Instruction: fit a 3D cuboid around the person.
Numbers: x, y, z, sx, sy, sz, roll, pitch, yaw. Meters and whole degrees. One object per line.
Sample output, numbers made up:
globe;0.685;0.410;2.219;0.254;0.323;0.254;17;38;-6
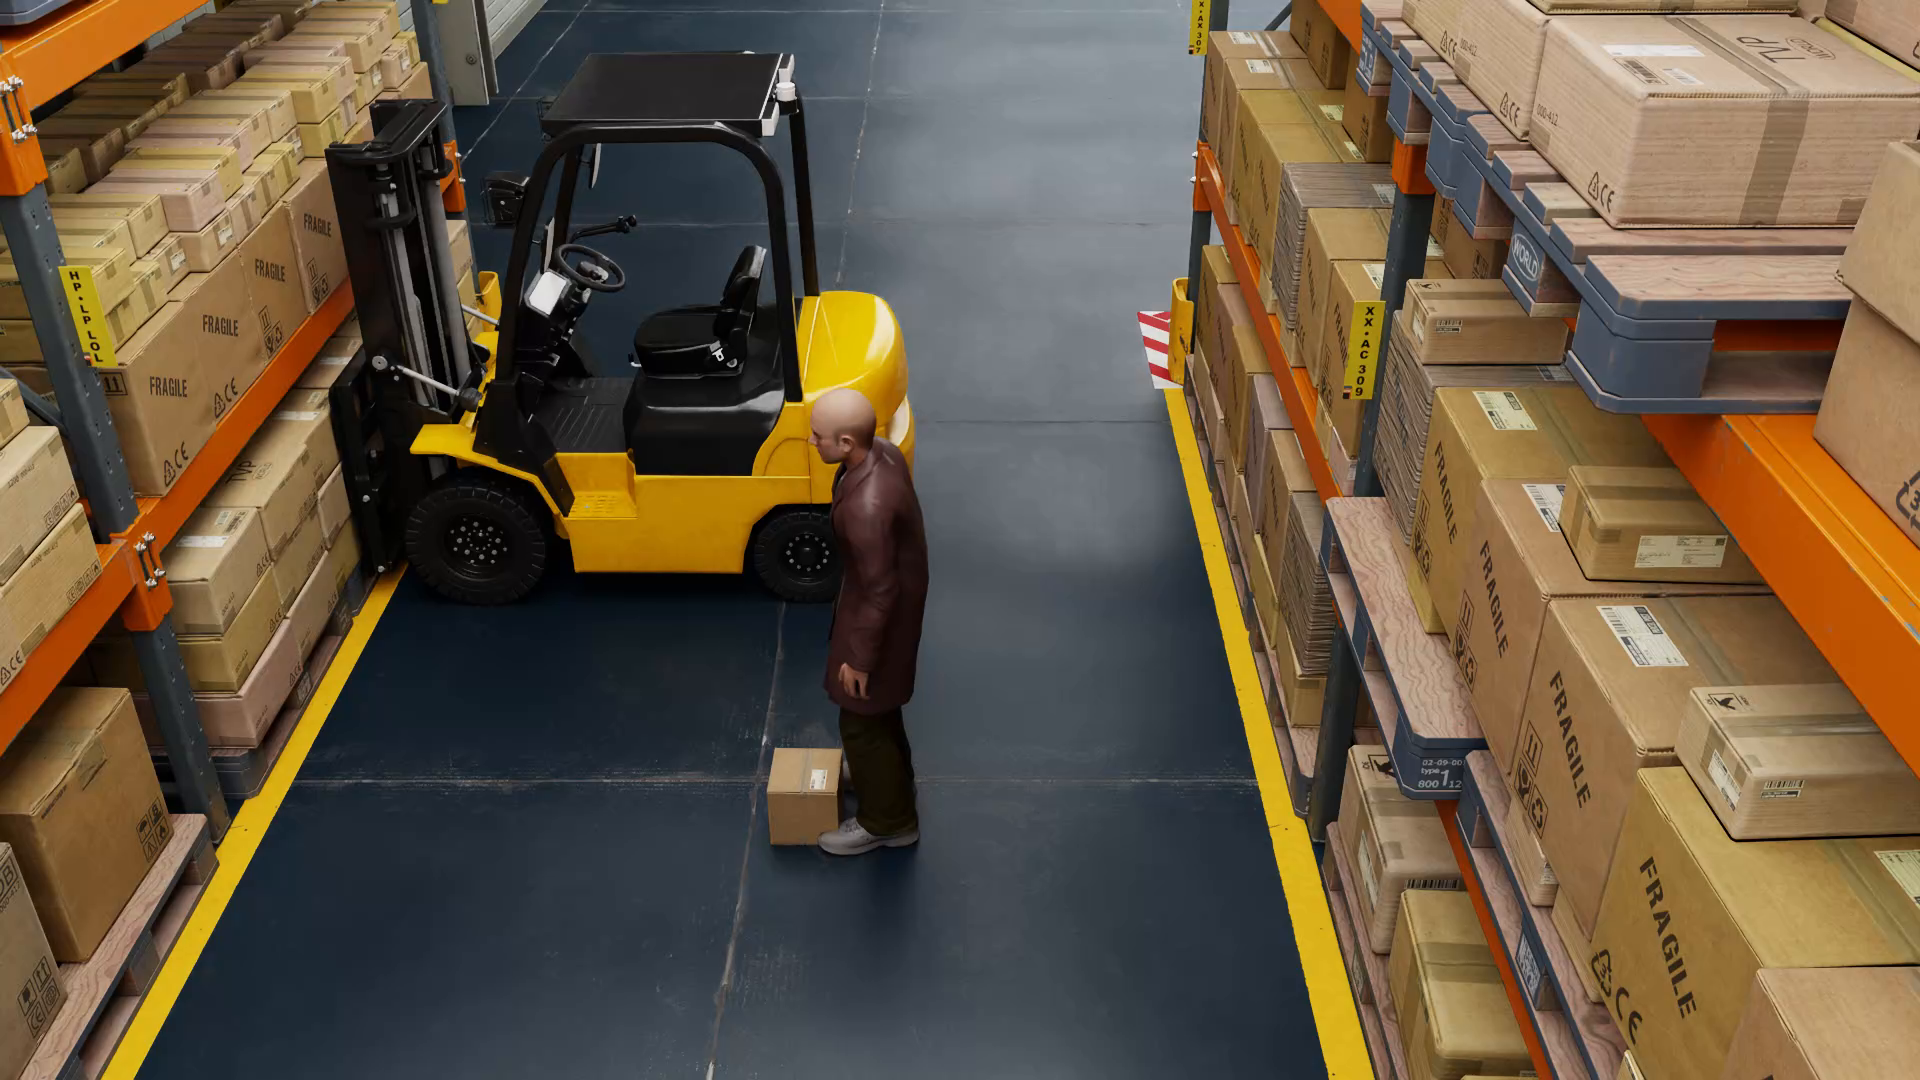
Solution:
person;-0.313;0.279;5.685;0.419;1.774;0.646;0;31;-1
